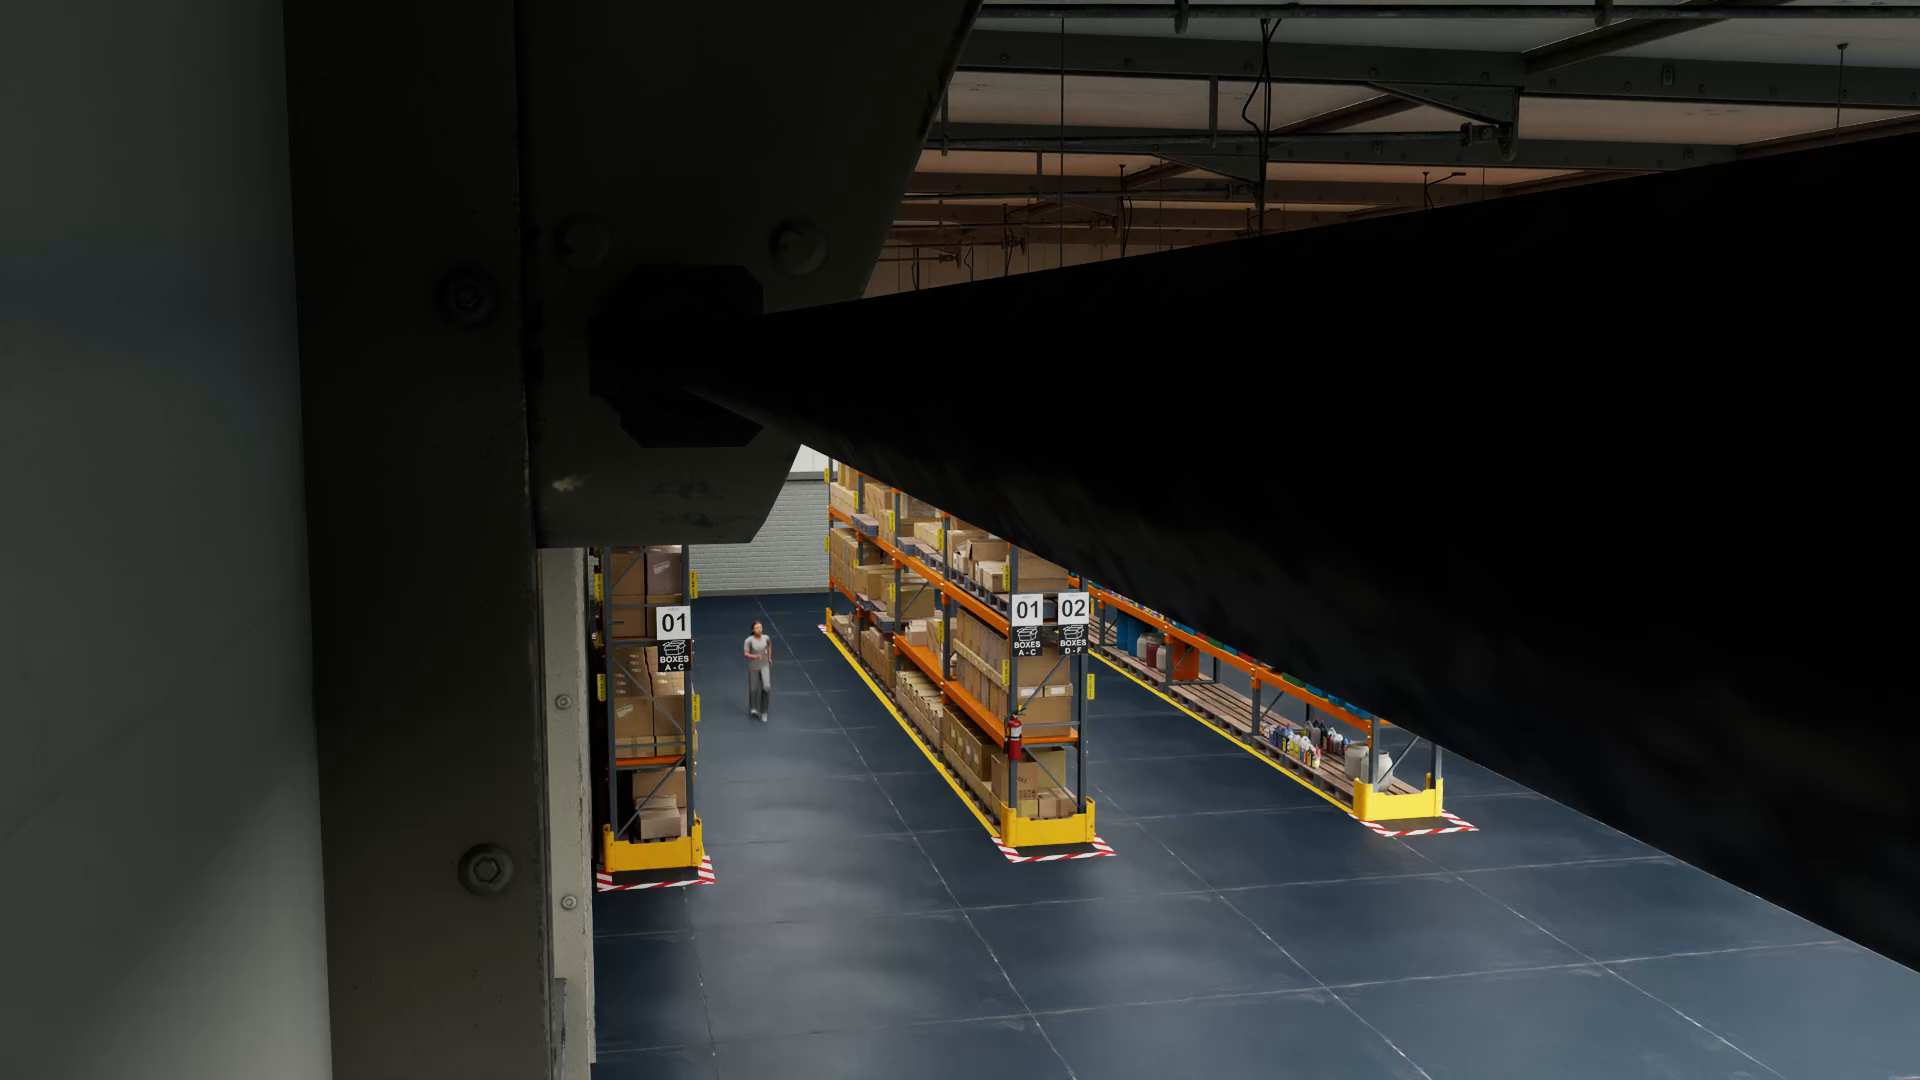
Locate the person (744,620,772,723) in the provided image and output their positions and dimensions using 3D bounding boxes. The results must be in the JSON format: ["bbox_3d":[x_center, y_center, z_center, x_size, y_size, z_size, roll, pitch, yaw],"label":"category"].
[{"bbox_3d":[-3.388,2.193,27.935,0.518,1.713,0.818,-2,7,-18],"label":"person"}]
